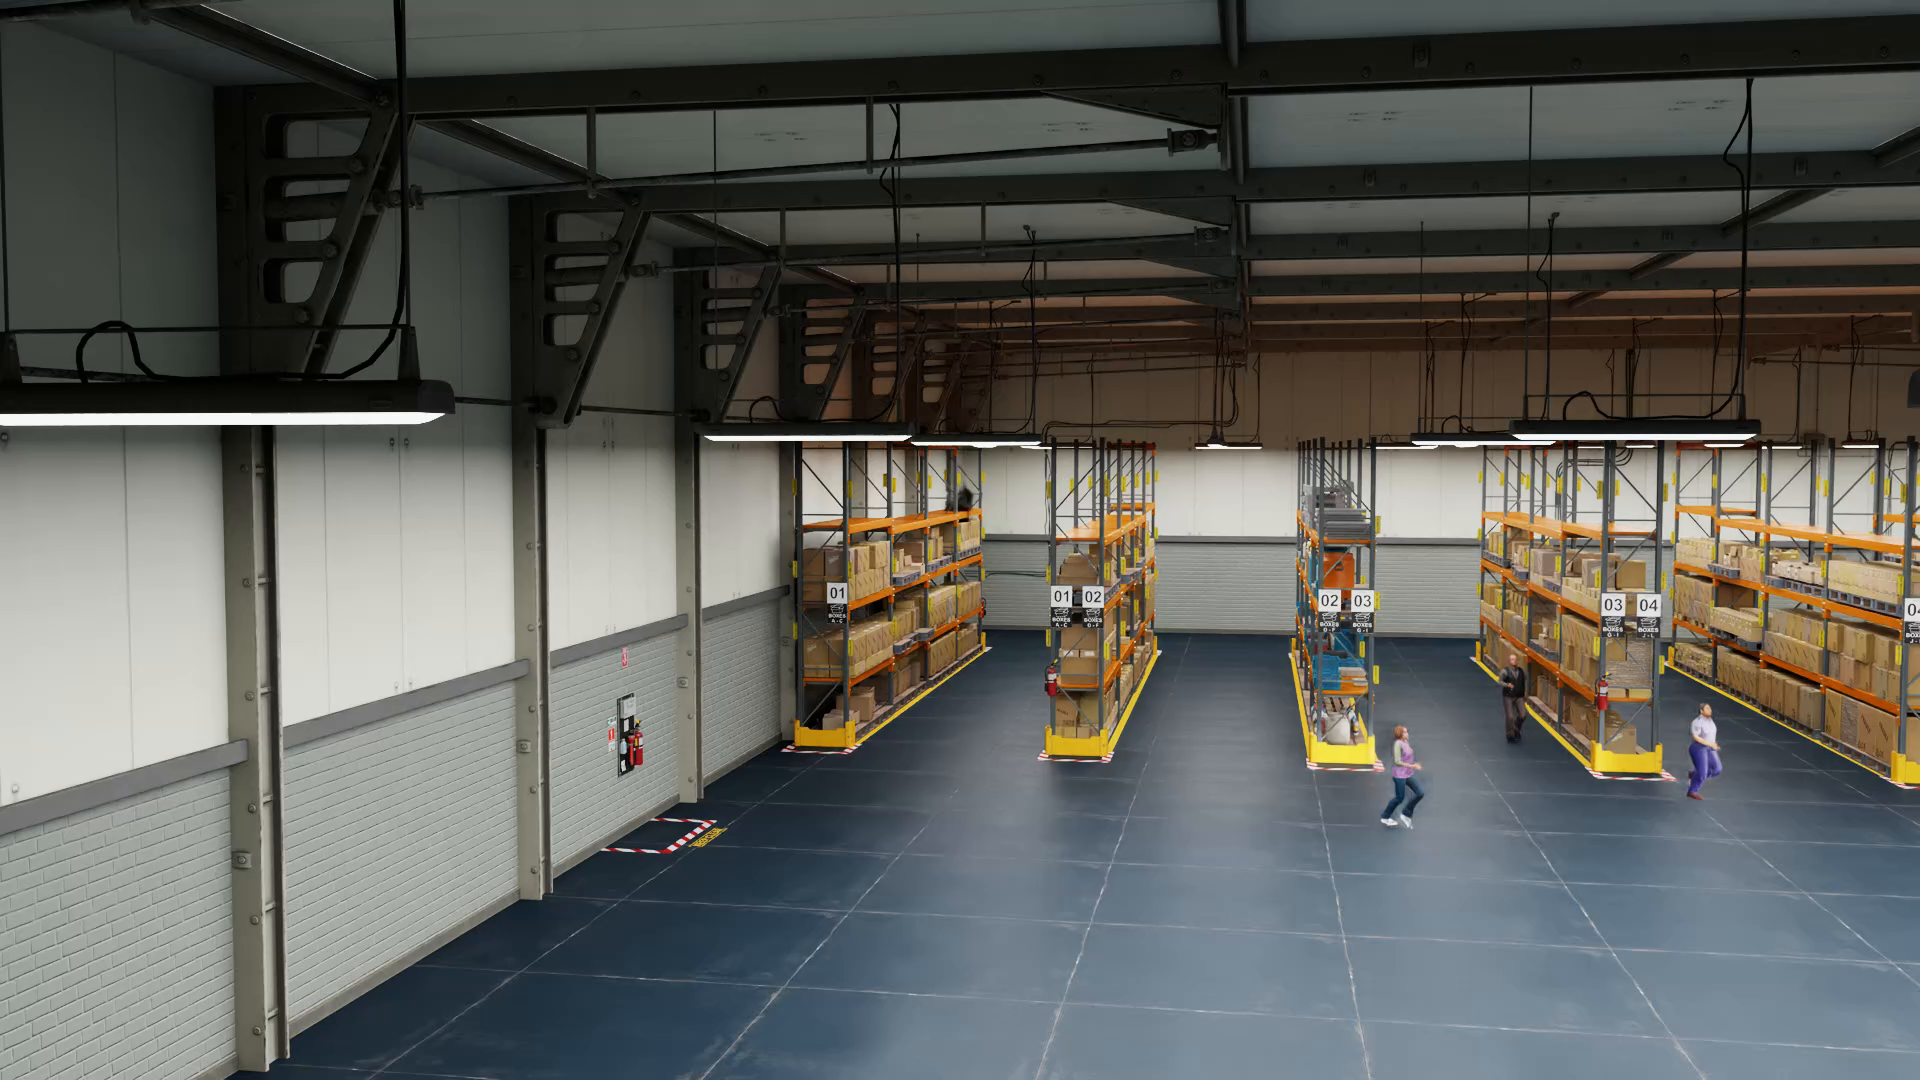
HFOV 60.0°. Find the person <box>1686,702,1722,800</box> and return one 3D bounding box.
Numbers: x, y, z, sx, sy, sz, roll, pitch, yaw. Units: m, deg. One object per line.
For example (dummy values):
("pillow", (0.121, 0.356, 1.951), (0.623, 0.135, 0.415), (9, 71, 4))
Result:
("person", (12.291, 3.475, 27.419), (0.637, 1.608, 0.617), (-2, 4, -36))

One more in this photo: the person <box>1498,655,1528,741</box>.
("person", (10.968, 3.159, 32.871), (0.643, 1.654, 0.636), (0, 3, 4))

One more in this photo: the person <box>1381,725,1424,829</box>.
("person", (6.742, 3.605, 25.291), (0.661, 1.572, 0.548), (2, 4, 39))

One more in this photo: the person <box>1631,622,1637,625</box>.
("person", (17.774, 2.593, 44.424), (0.692, 1.597, 0.525), (2, 3, 30))
